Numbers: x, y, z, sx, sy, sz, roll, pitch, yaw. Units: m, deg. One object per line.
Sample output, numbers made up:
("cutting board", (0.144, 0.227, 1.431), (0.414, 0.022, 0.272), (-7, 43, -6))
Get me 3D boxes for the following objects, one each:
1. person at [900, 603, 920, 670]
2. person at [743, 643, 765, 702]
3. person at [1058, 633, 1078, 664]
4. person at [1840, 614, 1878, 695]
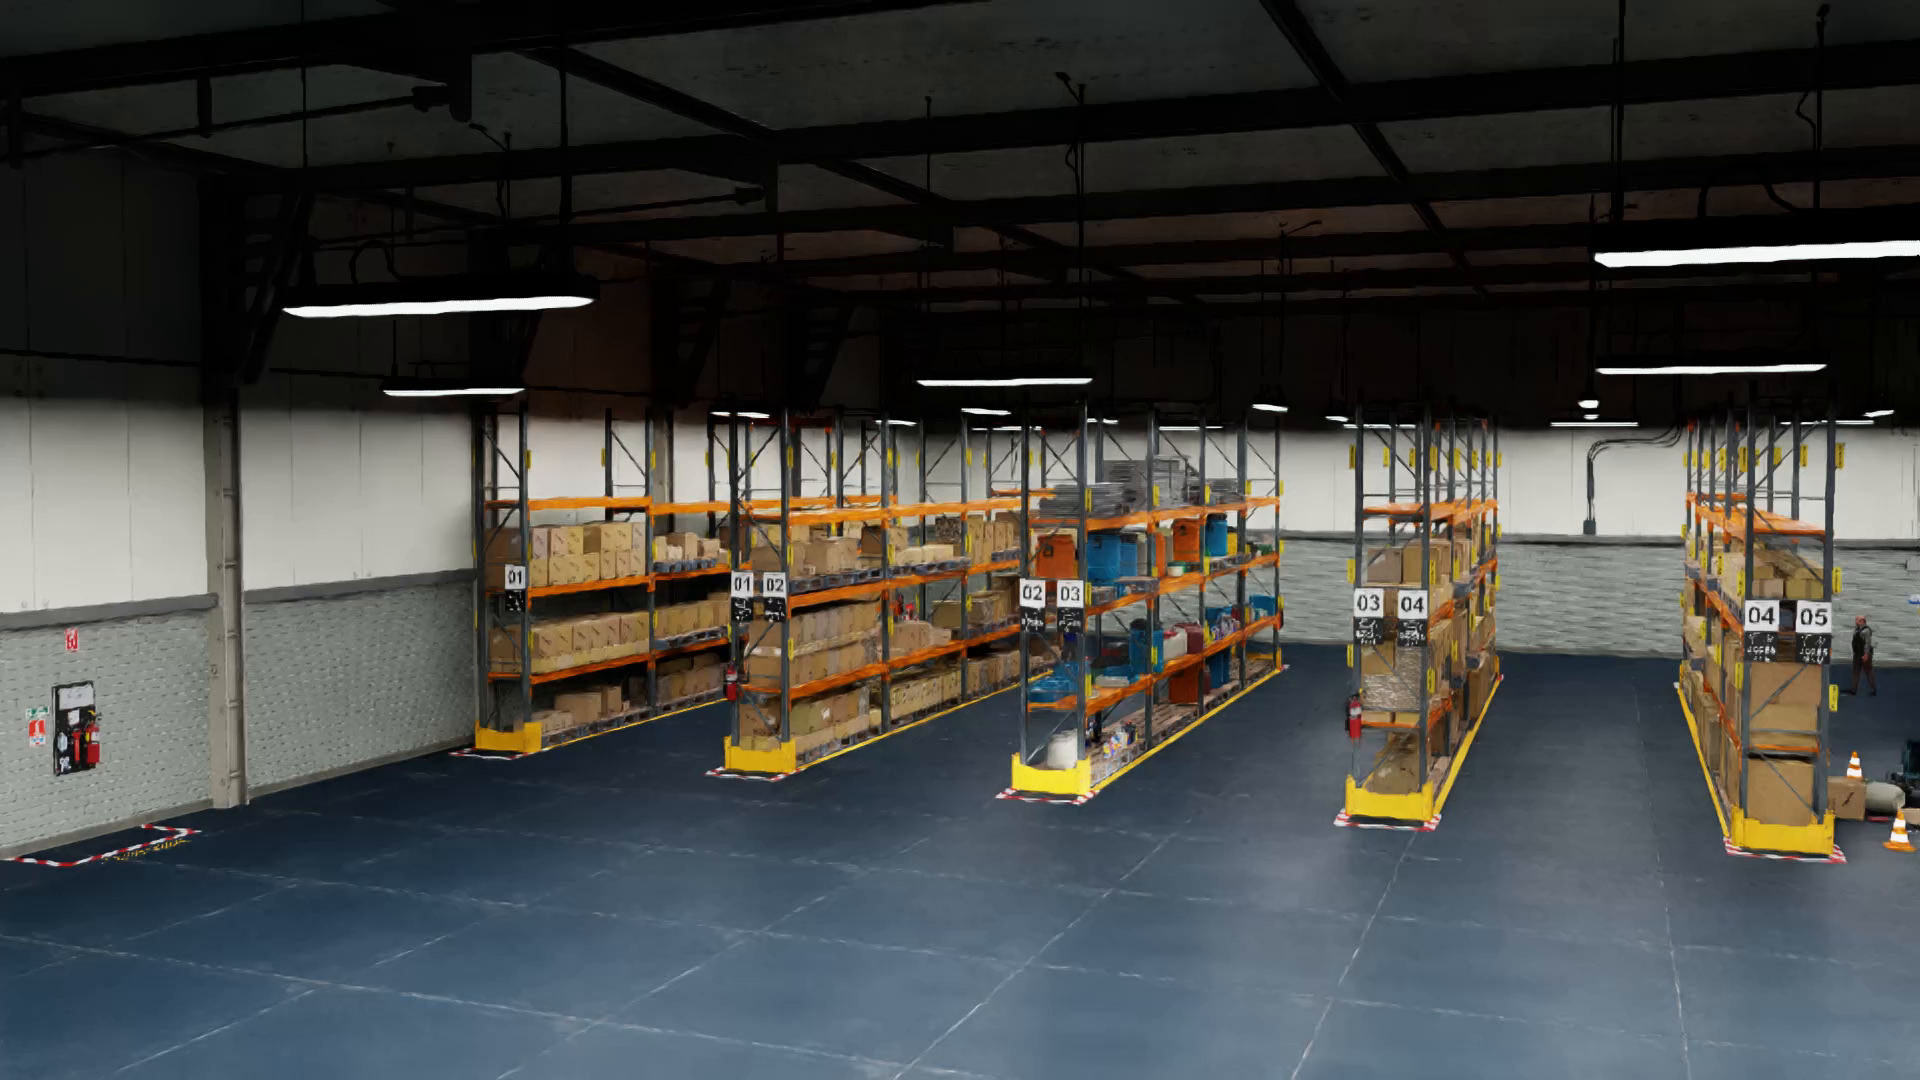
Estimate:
("person", (-1.117, 2.285, 37.989), (0.550, 1.708, 1.128), (1, 3, 19))
("person", (-4.034, 2.586, 32.959), (0.490, 1.597, 0.999), (1, 3, 13))
("person", (2.487, 2.446, 37.449), (0.593, 1.483, 0.509), (1, 3, 18))
("person", (19.108, 2.428, 35.299), (0.622, 1.722, 0.645), (0, 3, 5))
